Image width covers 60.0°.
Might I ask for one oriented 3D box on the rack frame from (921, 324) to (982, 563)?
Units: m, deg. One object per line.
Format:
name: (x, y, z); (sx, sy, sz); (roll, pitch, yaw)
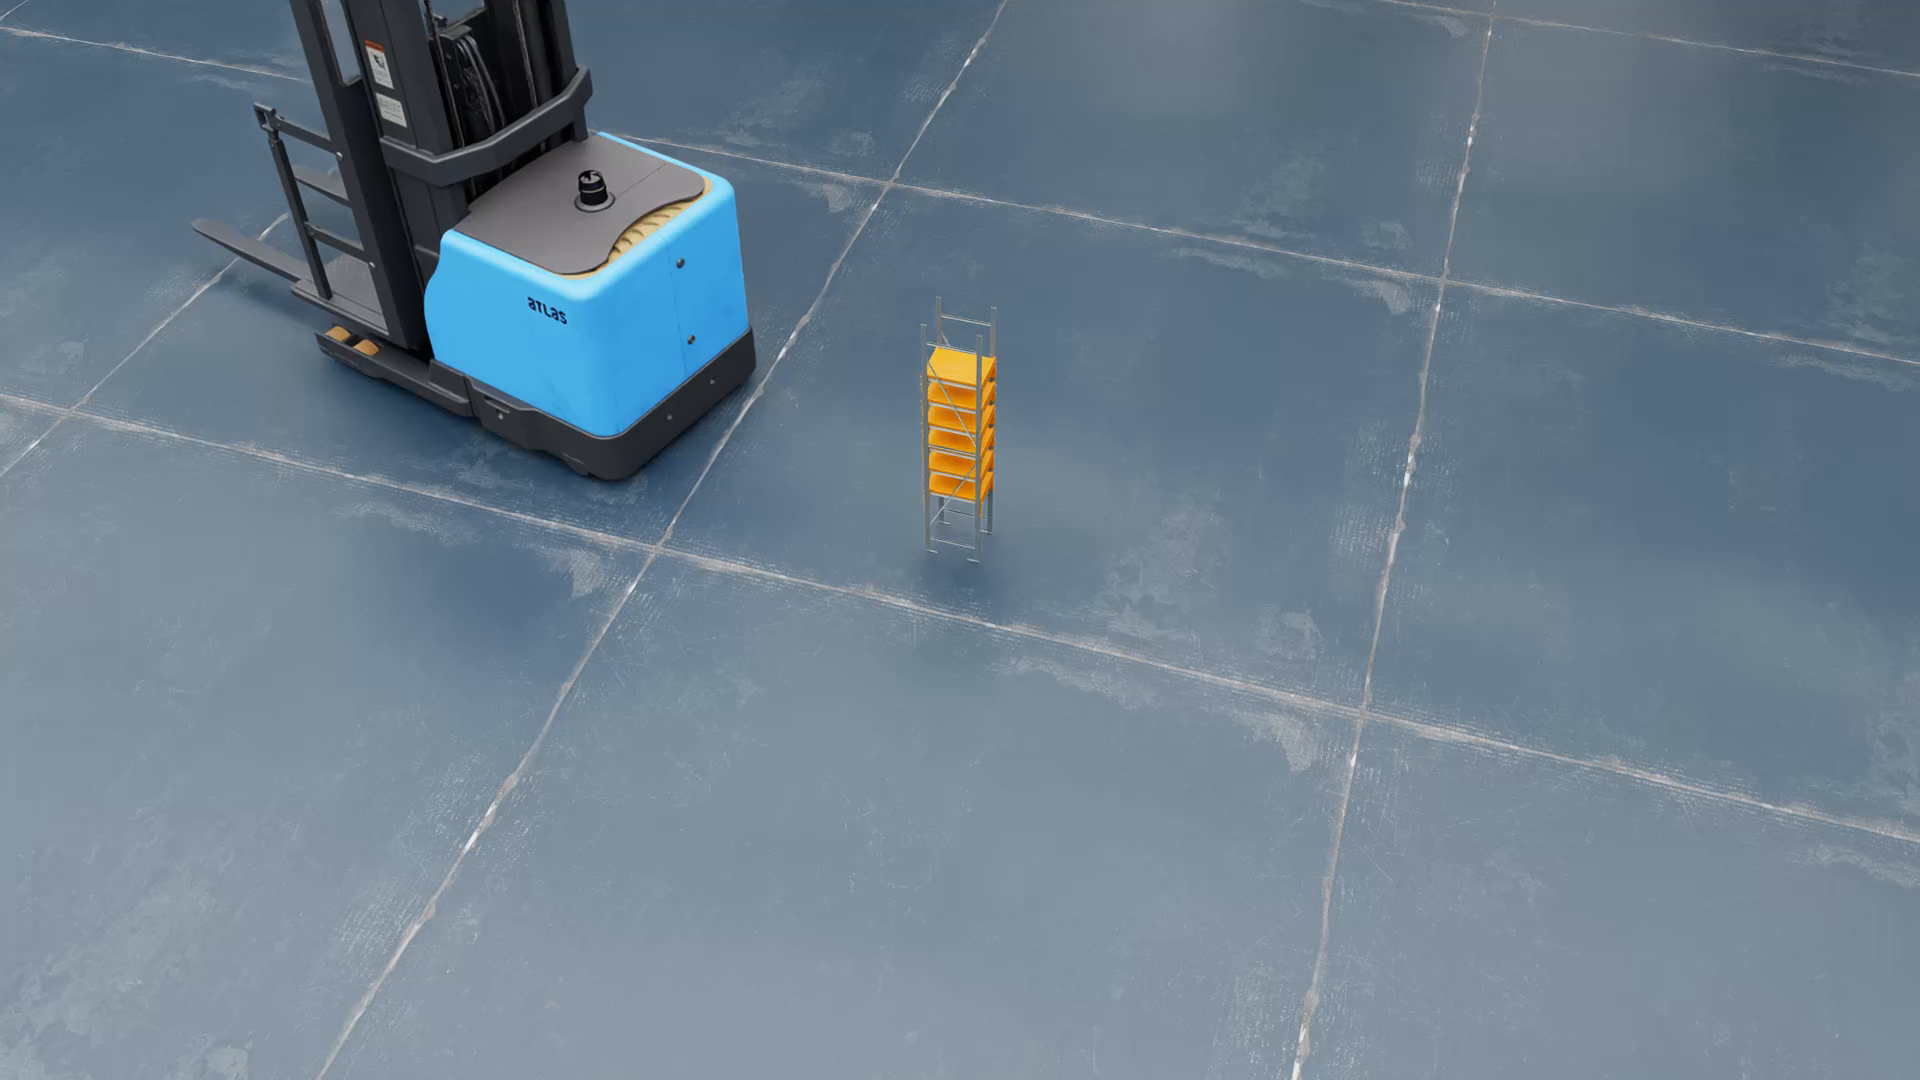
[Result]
rack frame: (-0.032, -0.358, 6.657); (0.240, 1.200, 0.006); (13, 46, 12)

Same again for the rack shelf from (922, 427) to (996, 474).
rack shelf: (-0.004, -0.387, 6.751); (0.258, 0.103, 0.180); (13, 46, 12)

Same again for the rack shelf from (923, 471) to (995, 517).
rack shelf: (-0.004, -0.216, 6.918); (0.258, 0.103, 0.180); (13, 46, 12)

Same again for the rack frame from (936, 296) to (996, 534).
rack frame: (0.023, -0.480, 6.782); (0.240, 1.200, 0.006); (13, 46, 12)

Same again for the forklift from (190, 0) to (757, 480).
forklift: (-2.479, -2.118, 7.218); (3.031, 2.935, 1.130); (25, 49, 23)

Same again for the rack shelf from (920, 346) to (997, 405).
rack shelf: (-0.004, -0.645, 6.499); (0.258, 0.103, 0.180); (13, 46, 12)

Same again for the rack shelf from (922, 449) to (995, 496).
rack shelf: (-0.004, -0.302, 6.834); (0.258, 0.103, 0.180); (13, 46, 12)

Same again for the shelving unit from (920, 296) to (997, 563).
shelving unit: (-0.004, -0.419, 6.719); (0.258, 1.200, 0.189); (13, 46, 12)

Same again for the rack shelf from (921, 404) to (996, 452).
rack shelf: (-0.004, -0.473, 6.667); (0.258, 0.103, 0.180); (13, 46, 12)

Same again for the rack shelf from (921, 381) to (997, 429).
rack shelf: (-0.004, -0.559, 6.583); (0.258, 0.103, 0.180); (13, 46, 12)
